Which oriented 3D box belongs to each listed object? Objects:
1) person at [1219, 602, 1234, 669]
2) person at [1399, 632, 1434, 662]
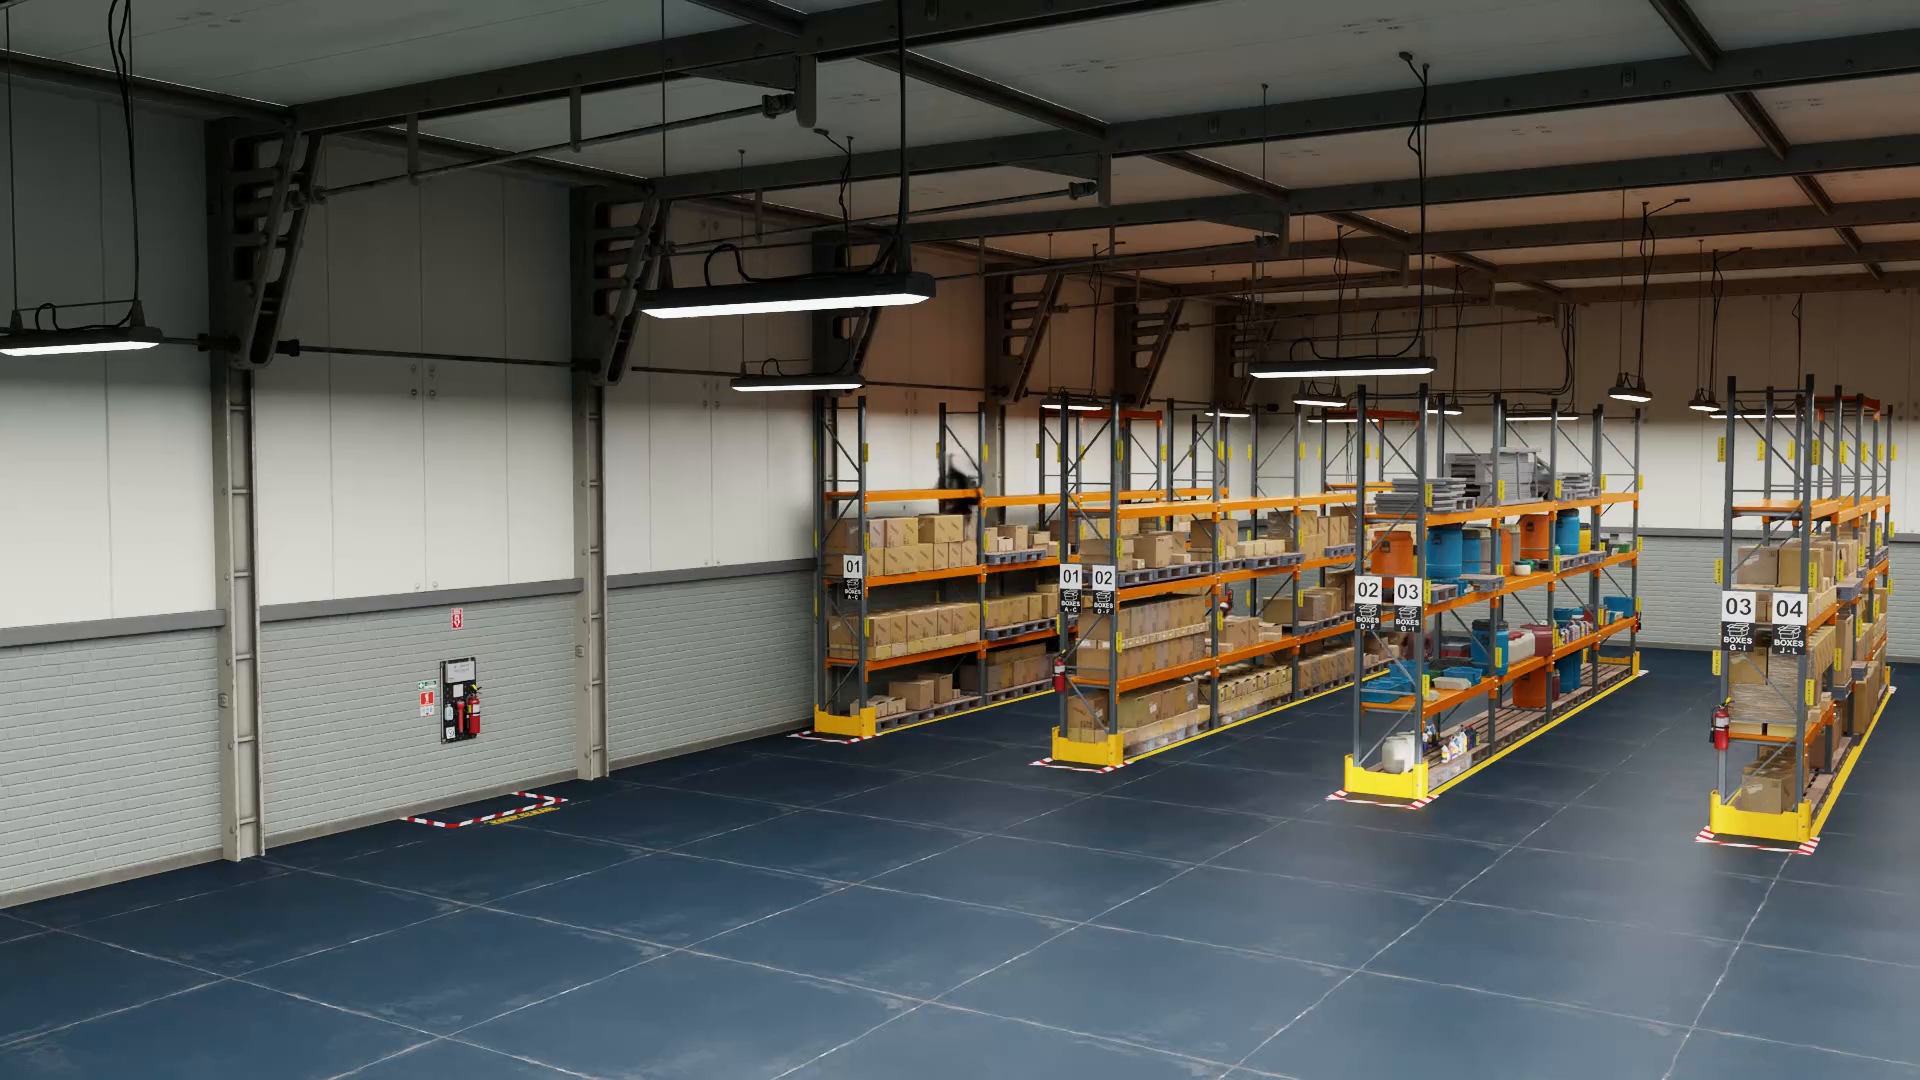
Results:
[{"bbox_3d":[5.691,2.261,35.851,0.695,1.850,0.687,2,4,37],"label":"person"},{"bbox_3d":[8.977,2.418,32.673,0.715,1.735,0.826,1,3,23],"label":"person"}]
